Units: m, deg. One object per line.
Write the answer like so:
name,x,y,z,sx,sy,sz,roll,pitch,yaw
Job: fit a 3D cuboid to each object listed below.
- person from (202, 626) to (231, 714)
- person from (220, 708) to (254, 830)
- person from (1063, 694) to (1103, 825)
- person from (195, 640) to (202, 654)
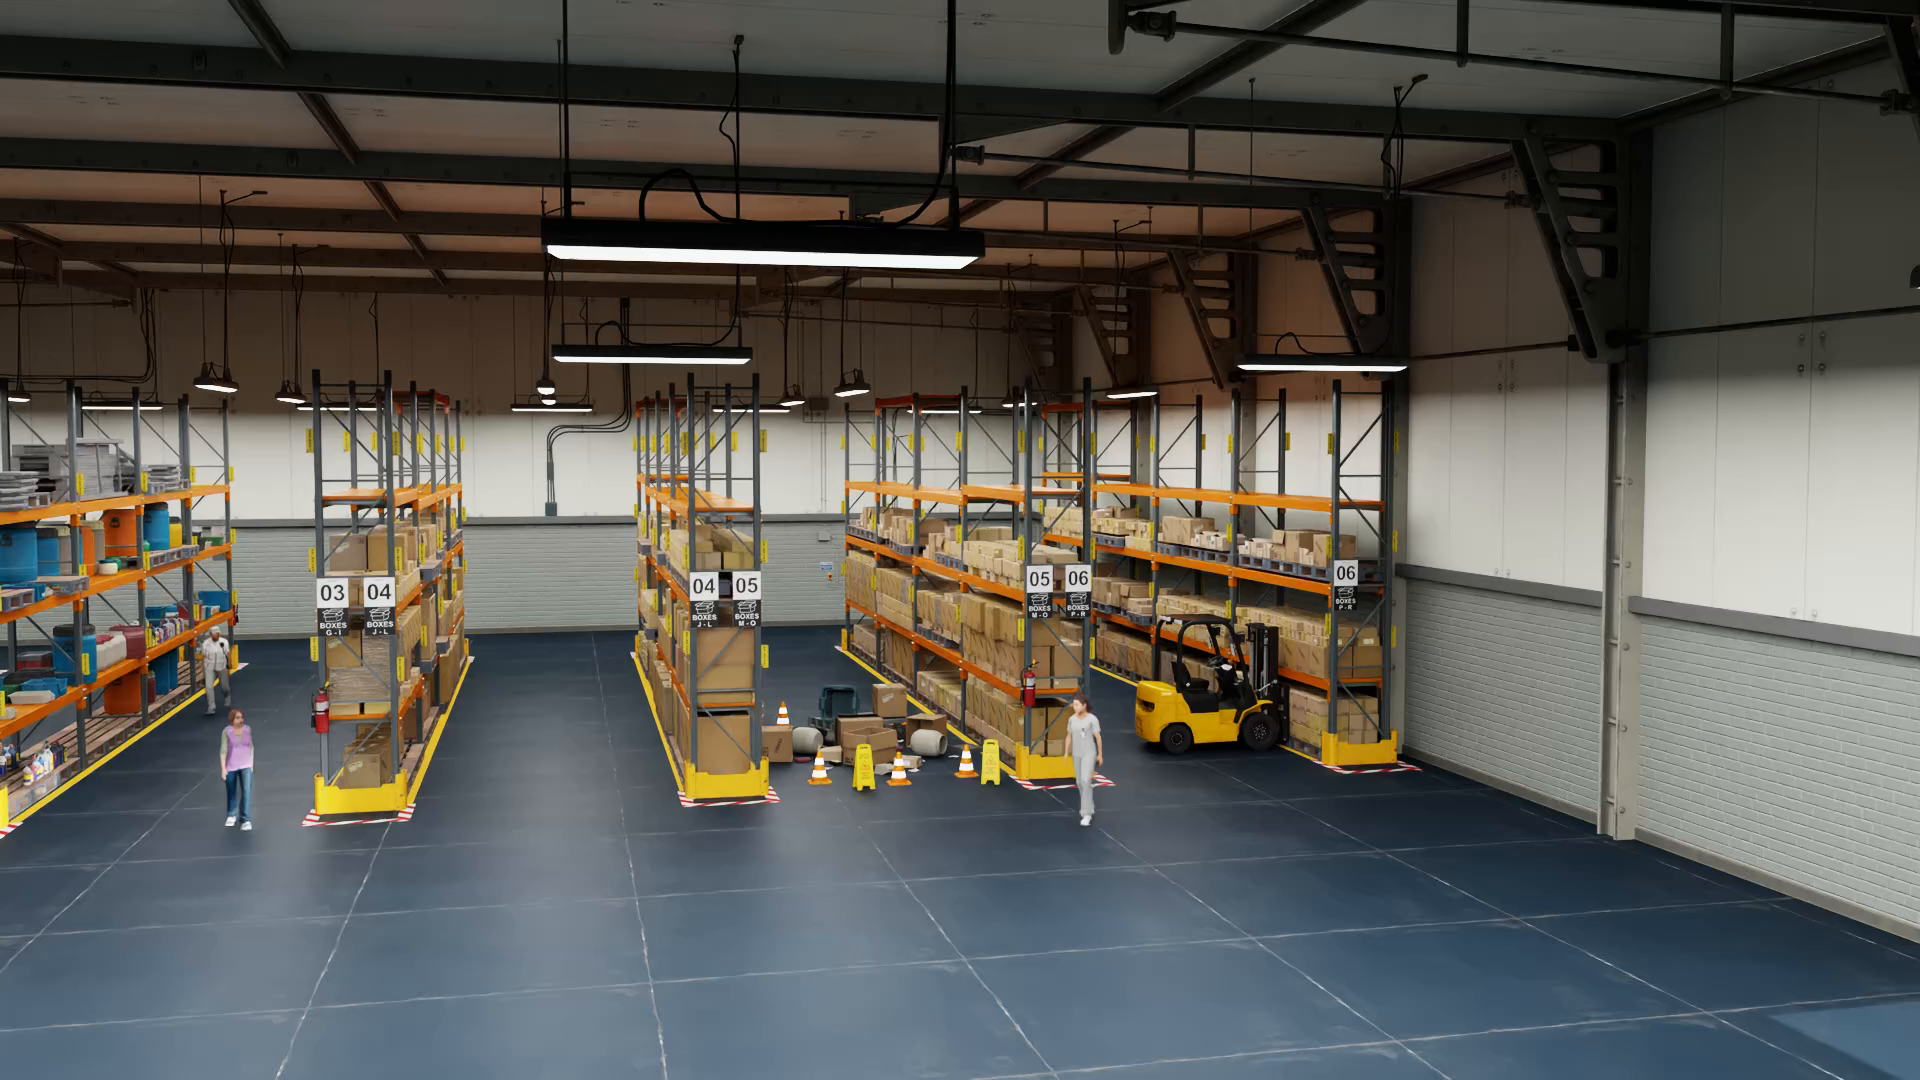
person,-13.857,2.389,31.004,0.482,1.617,0.824,-1,3,-16
person,-9.354,2.961,21.543,0.431,1.569,0.827,-2,4,-32
person,1.619,2.892,22.088,0.554,1.669,0.719,3,4,37
person,-17.908,1.974,38.727,0.385,1.541,0.865,1,3,15
